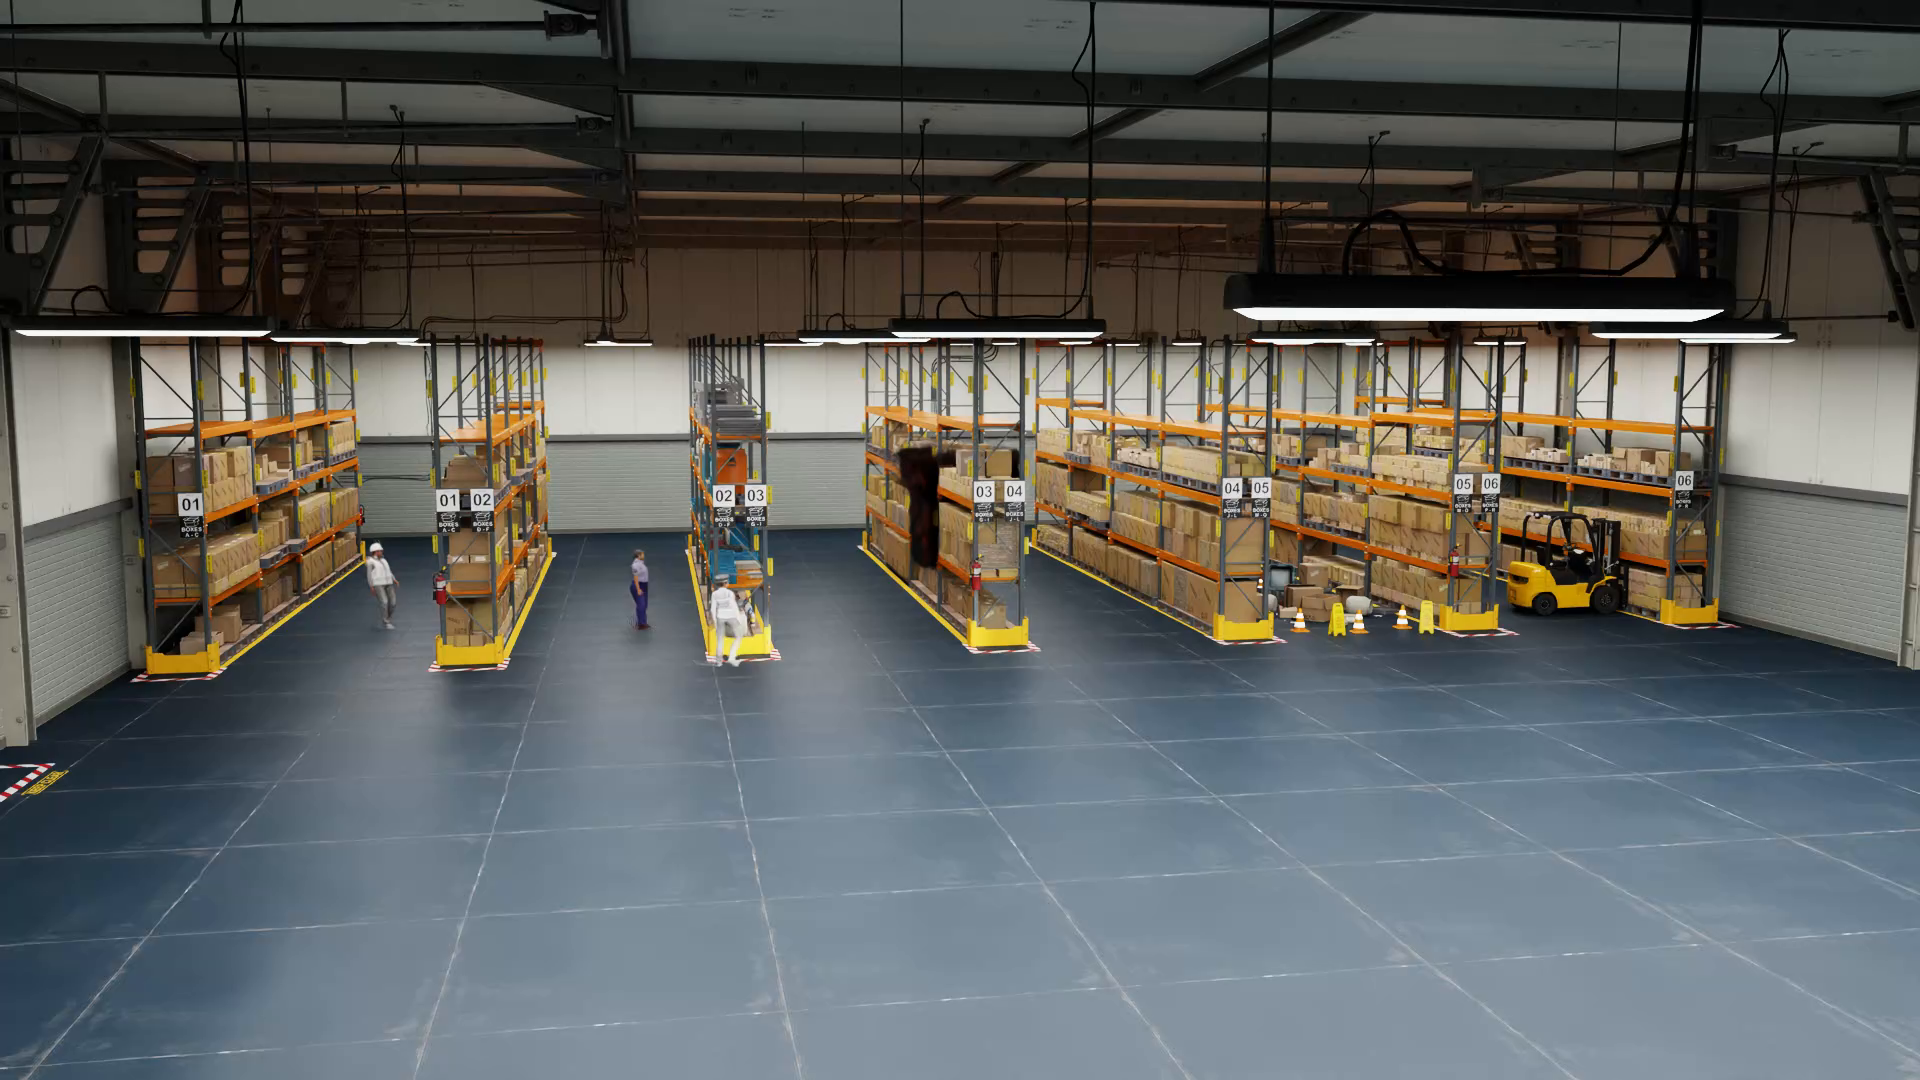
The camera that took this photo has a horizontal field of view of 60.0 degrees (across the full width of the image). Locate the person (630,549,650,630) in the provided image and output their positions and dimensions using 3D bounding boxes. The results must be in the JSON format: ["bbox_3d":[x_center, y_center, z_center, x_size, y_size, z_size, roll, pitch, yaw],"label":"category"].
[{"bbox_3d":[-6.515,1.025,34.220,0.521,1.693,0.480,2,7,18],"label":"person"}]

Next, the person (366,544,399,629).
[{"bbox_3d":[-11.903,0.953,34.398,0.710,1.742,0.579,5,8,35],"label":"person"}]

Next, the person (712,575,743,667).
[{"bbox_3d":[-4.217,1.461,29.939,0.583,1.678,0.404,2,7,13],"label":"person"}]
